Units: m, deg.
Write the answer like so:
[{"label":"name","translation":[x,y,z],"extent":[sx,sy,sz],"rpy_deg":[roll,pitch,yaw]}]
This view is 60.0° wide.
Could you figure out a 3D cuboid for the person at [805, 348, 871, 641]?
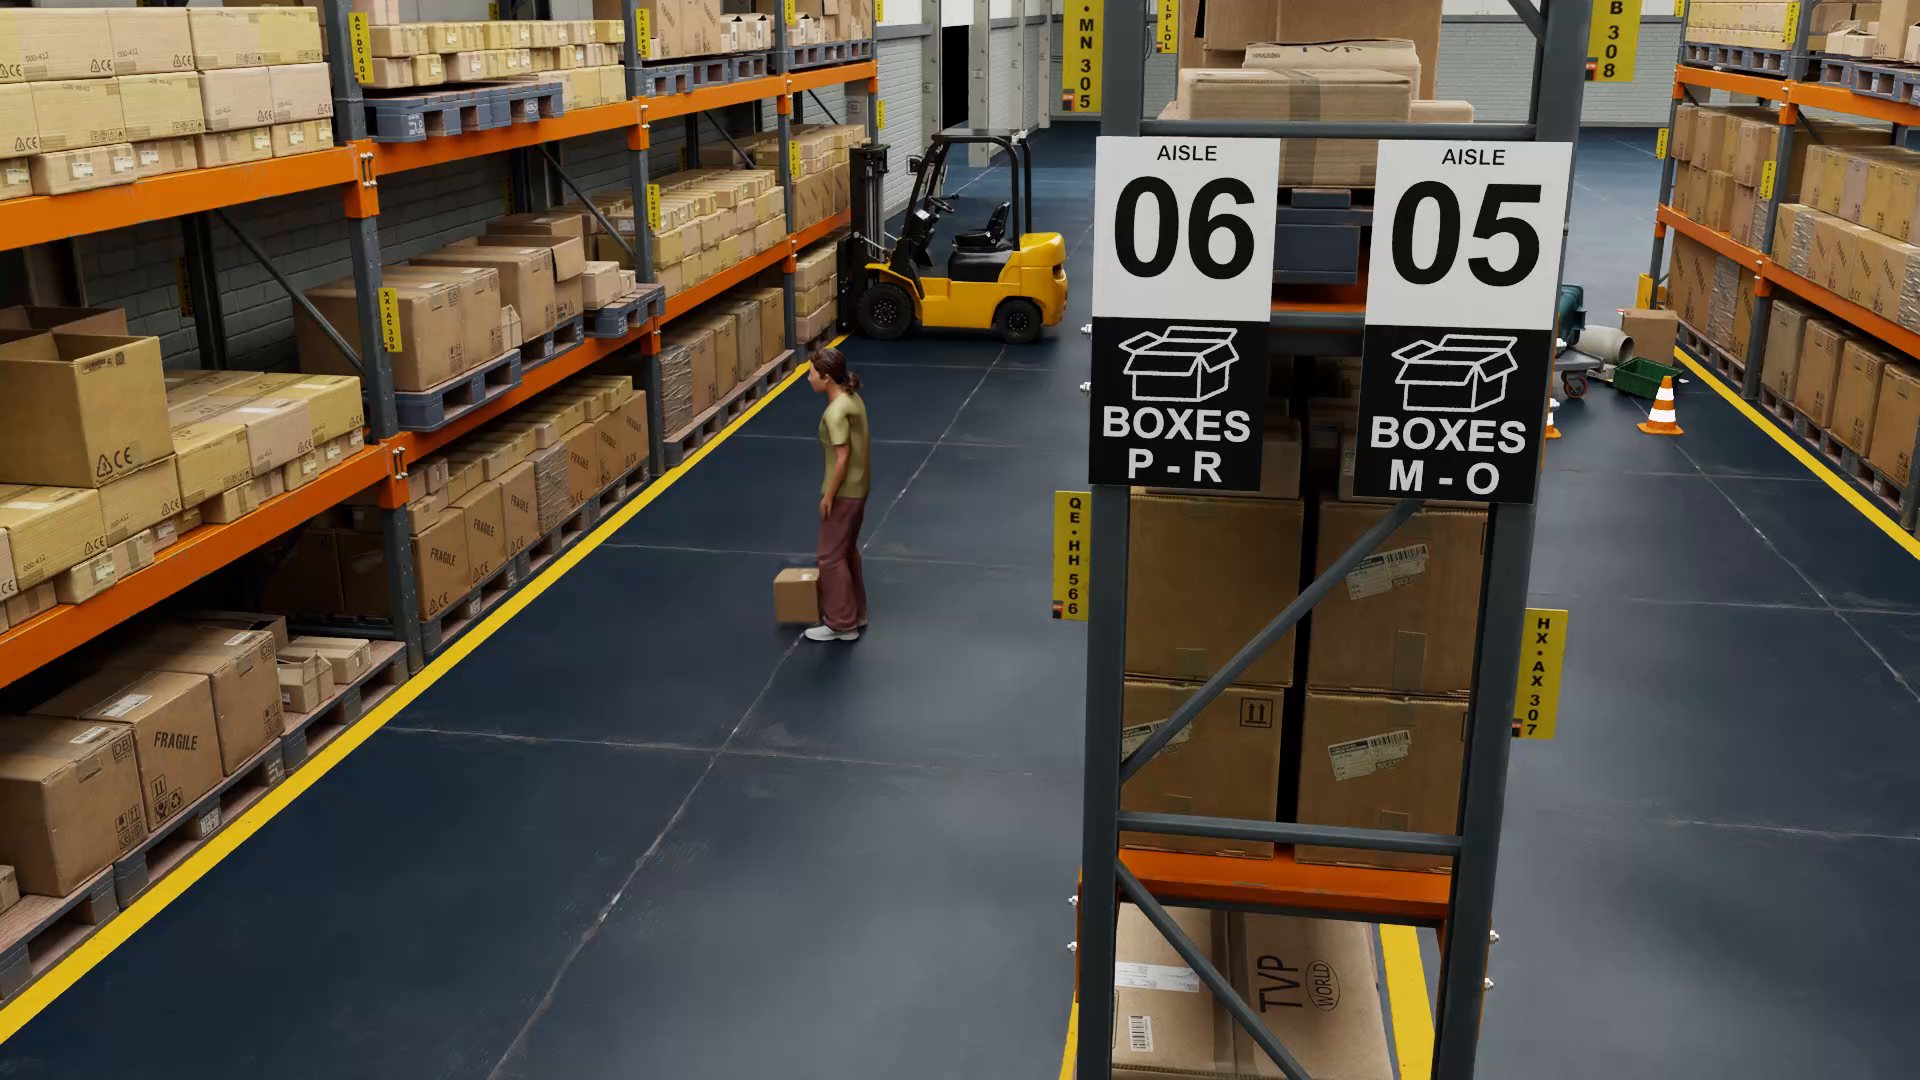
[{"label":"person","translation":[-0.688,-0.261,9.360],"extent":[0.372,1.674,0.489],"rpy_deg":[2,18,7]}]
